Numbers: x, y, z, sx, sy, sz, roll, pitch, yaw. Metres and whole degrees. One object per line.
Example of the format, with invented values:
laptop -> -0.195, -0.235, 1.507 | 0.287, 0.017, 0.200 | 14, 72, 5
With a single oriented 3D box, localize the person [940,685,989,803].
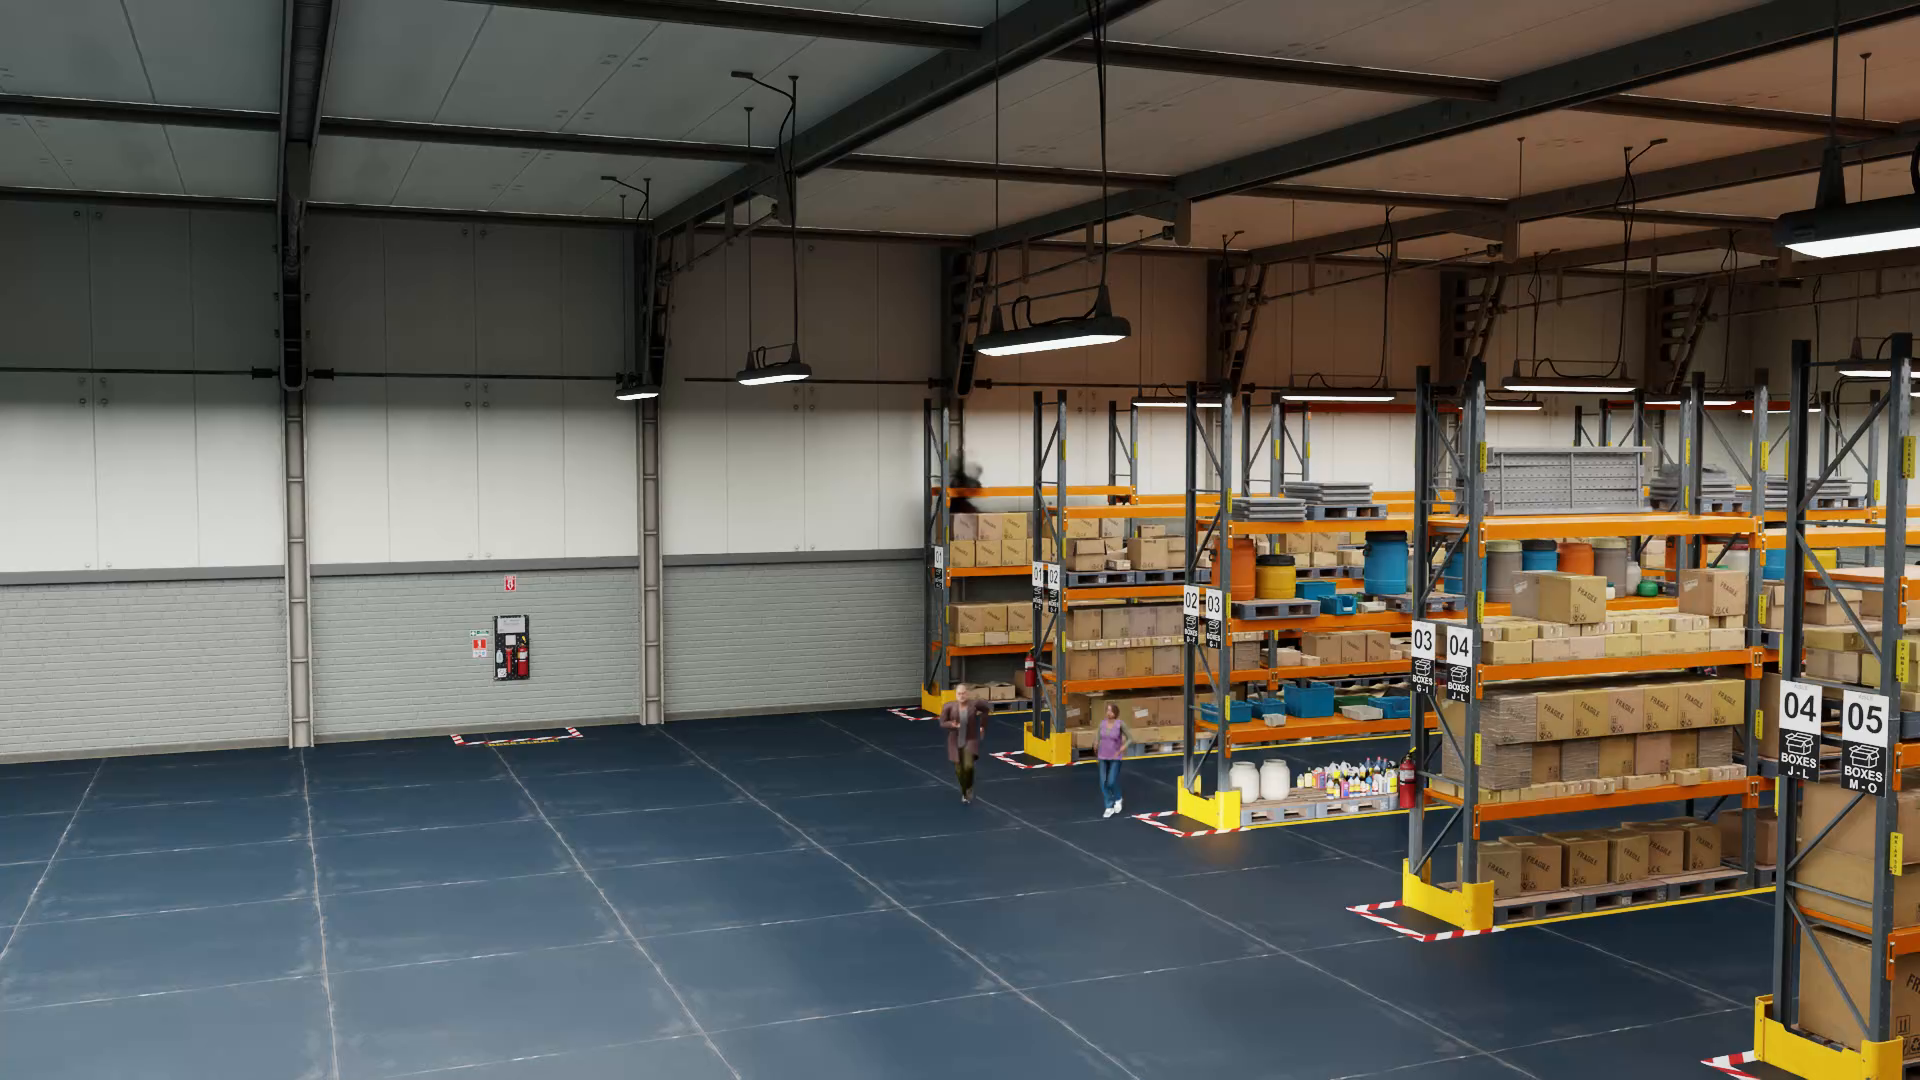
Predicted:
person -> 0.061, 2.901, 23.574 | 0.671, 1.724, 0.850 | 0, 3, 7

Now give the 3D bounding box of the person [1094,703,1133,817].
person -> 2.073, 3.044, 22.948 | 0.545, 1.580, 0.521 | 2, 4, 28
